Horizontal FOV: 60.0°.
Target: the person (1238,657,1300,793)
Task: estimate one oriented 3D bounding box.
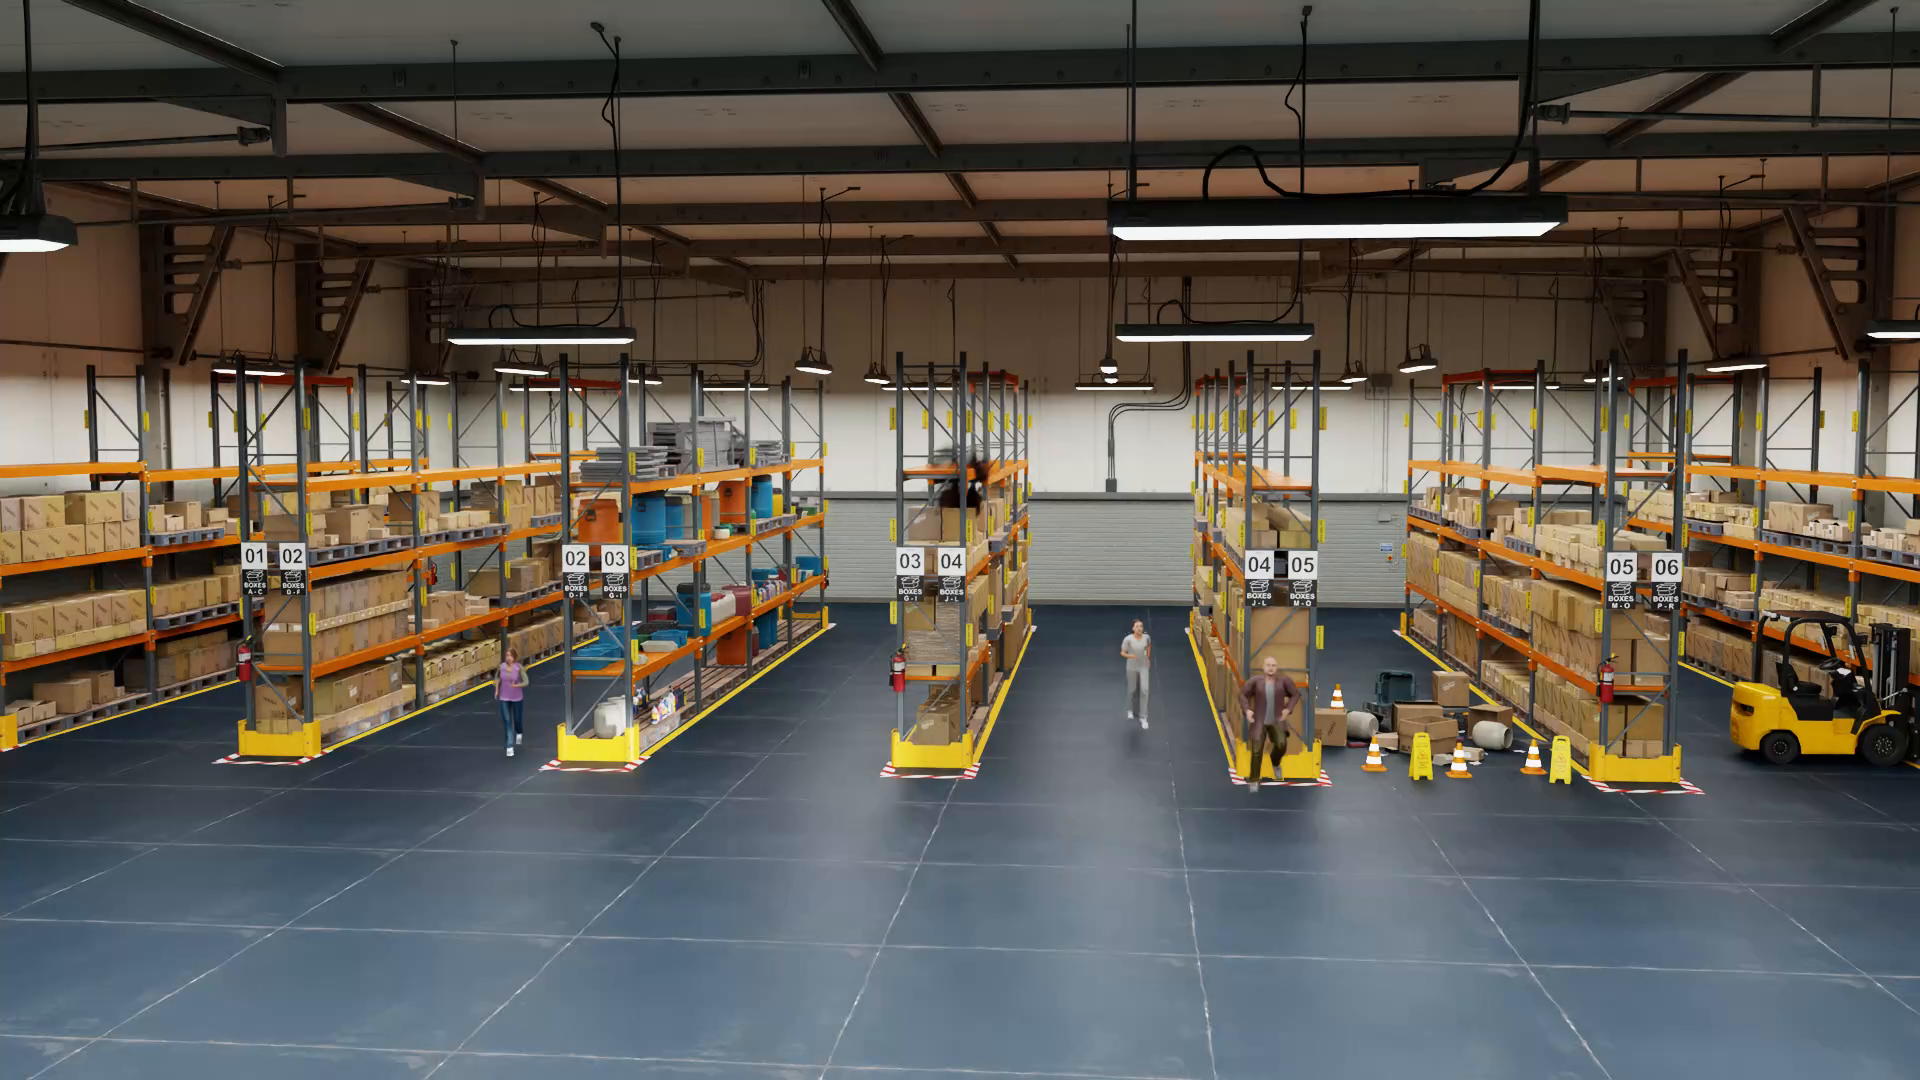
[{"bbox_3d":[4.088,2.486,21.936,0.811,1.706,0.561,0,4,1],"label":"person"}]

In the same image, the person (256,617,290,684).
[{"bbox_3d":[-12.253,1.977,29.744,0.692,1.781,0.917,0,4,-4],"label":"person"}]

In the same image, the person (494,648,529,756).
[{"bbox_3d":[-6.753,2.404,25.050,0.541,1.580,0.866,-1,4,-8],"label":"person"}]

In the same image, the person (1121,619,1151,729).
[{"bbox_3d":[2.793,2.080,26.363,0.518,1.696,0.887,0,4,-2],"label":"person"}]
